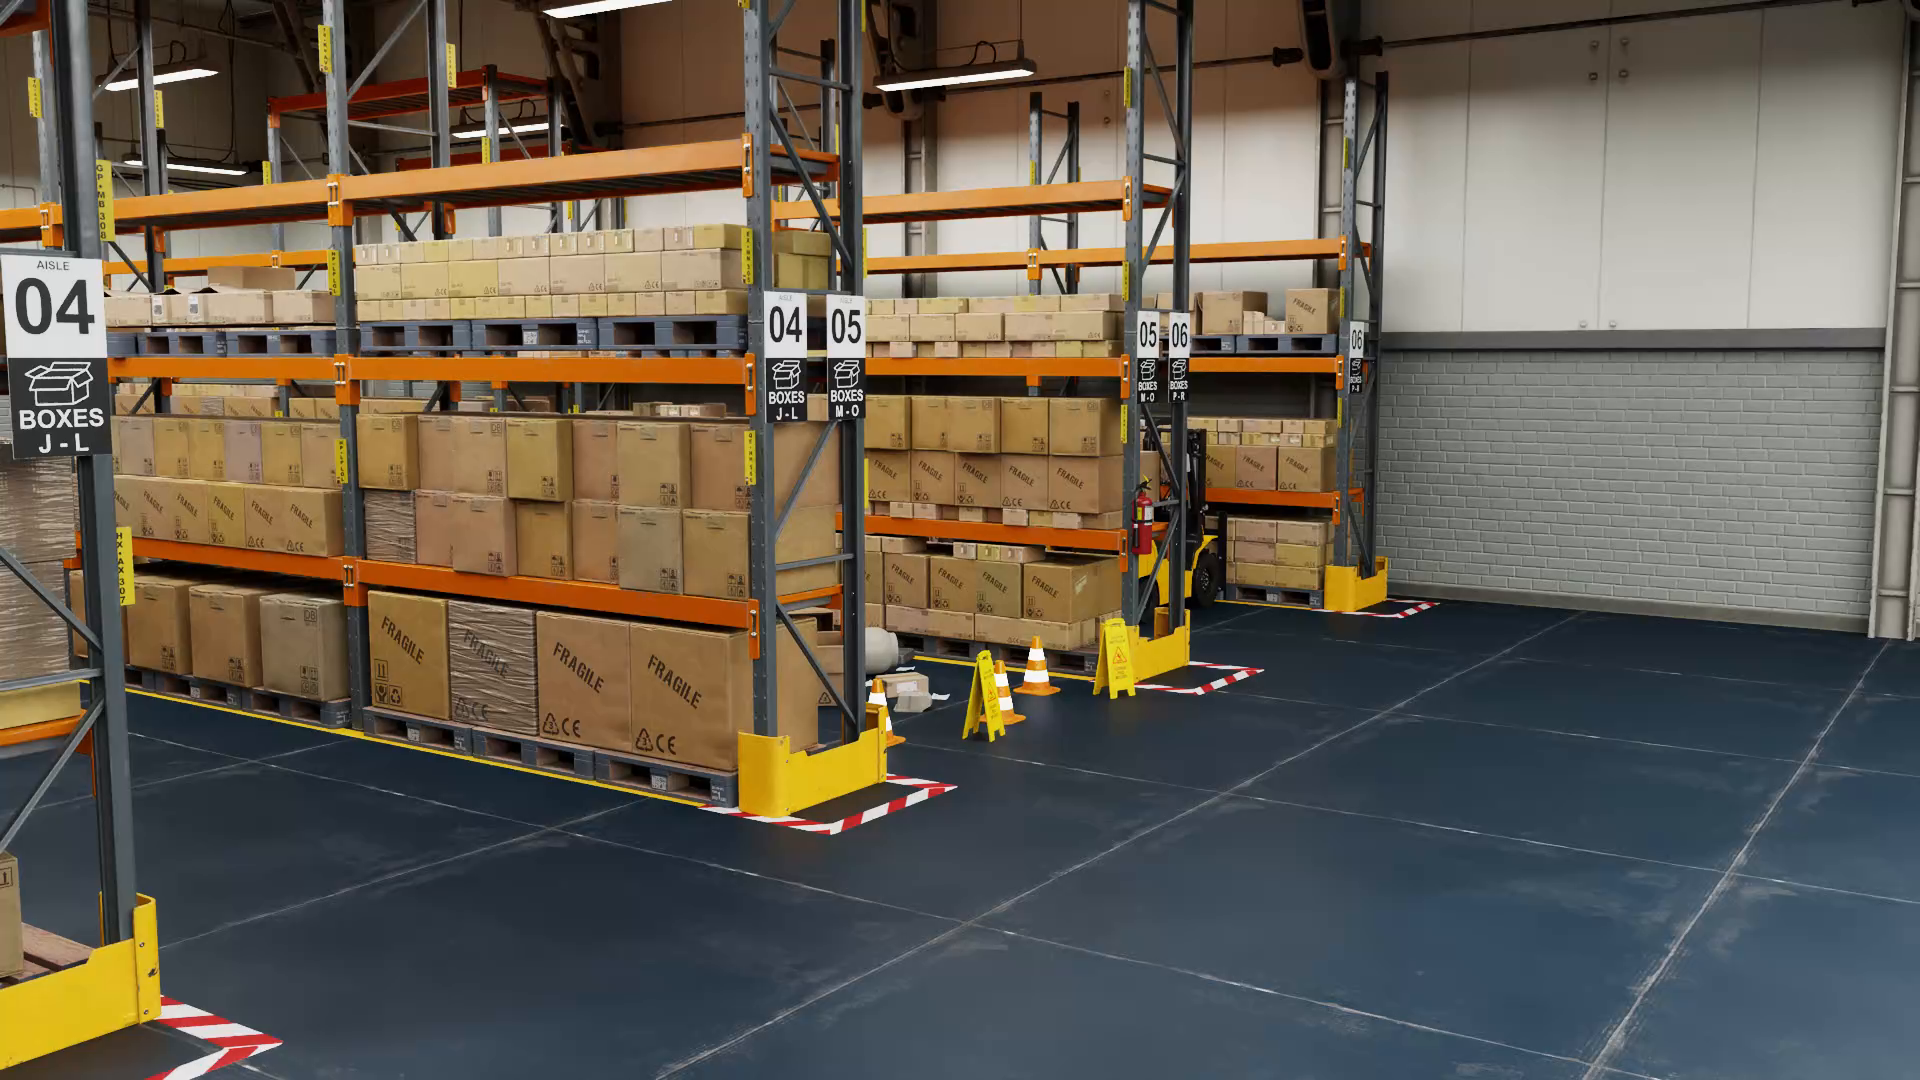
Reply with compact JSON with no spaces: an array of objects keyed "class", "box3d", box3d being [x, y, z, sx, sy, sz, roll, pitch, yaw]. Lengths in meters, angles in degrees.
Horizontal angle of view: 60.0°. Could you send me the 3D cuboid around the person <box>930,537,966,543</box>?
[{"class":"person","box3d":[-0.038,-0.054,18.225,0.633,1.721,0.567,1,6,5]}]
